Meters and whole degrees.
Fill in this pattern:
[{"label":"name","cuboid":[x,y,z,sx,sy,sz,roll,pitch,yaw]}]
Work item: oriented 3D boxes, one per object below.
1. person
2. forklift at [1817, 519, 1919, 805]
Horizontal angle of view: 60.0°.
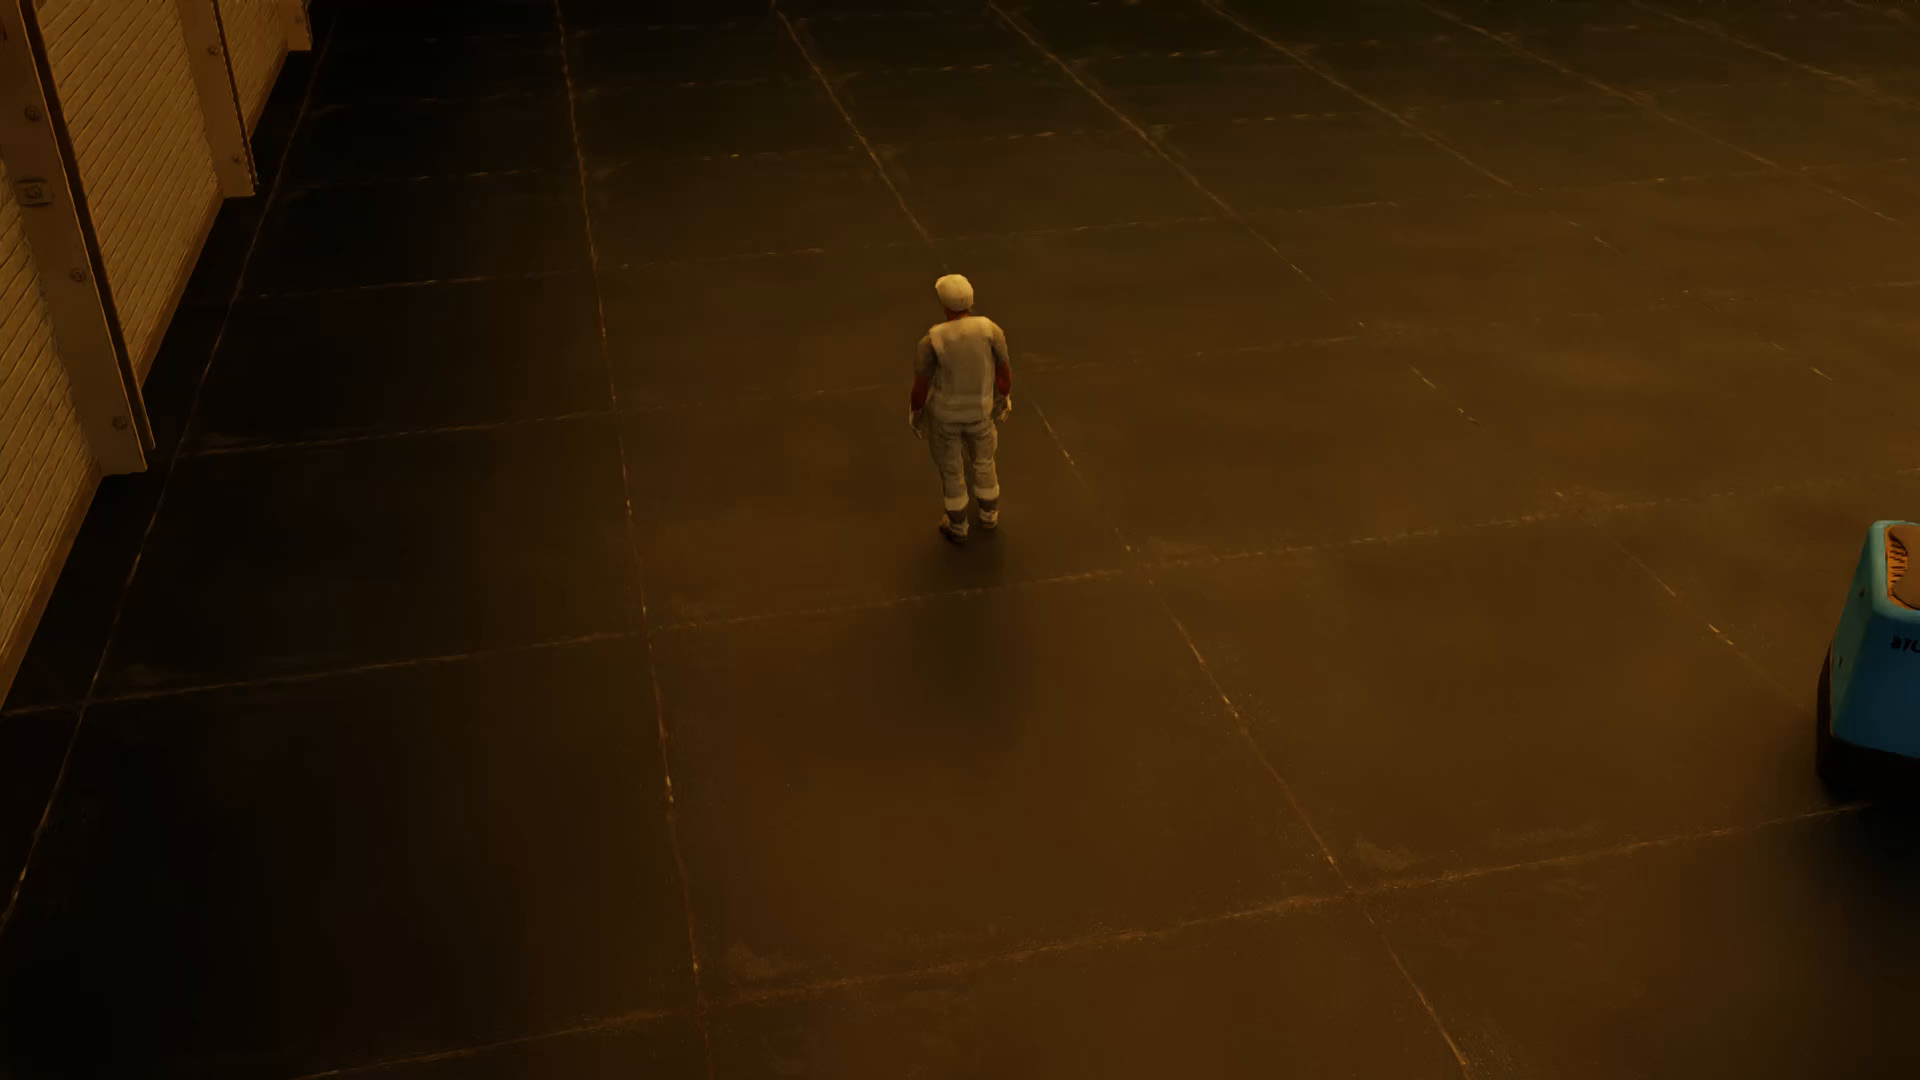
[{"label":"person","cuboid":[-0.008,-0.821,10.118,0.637,1.787,0.563,-7,31,-12]},{"label":"forklift","cuboid":[5.871,0.063,7.466,3.031,2.935,1.130,13,32,21]}]
